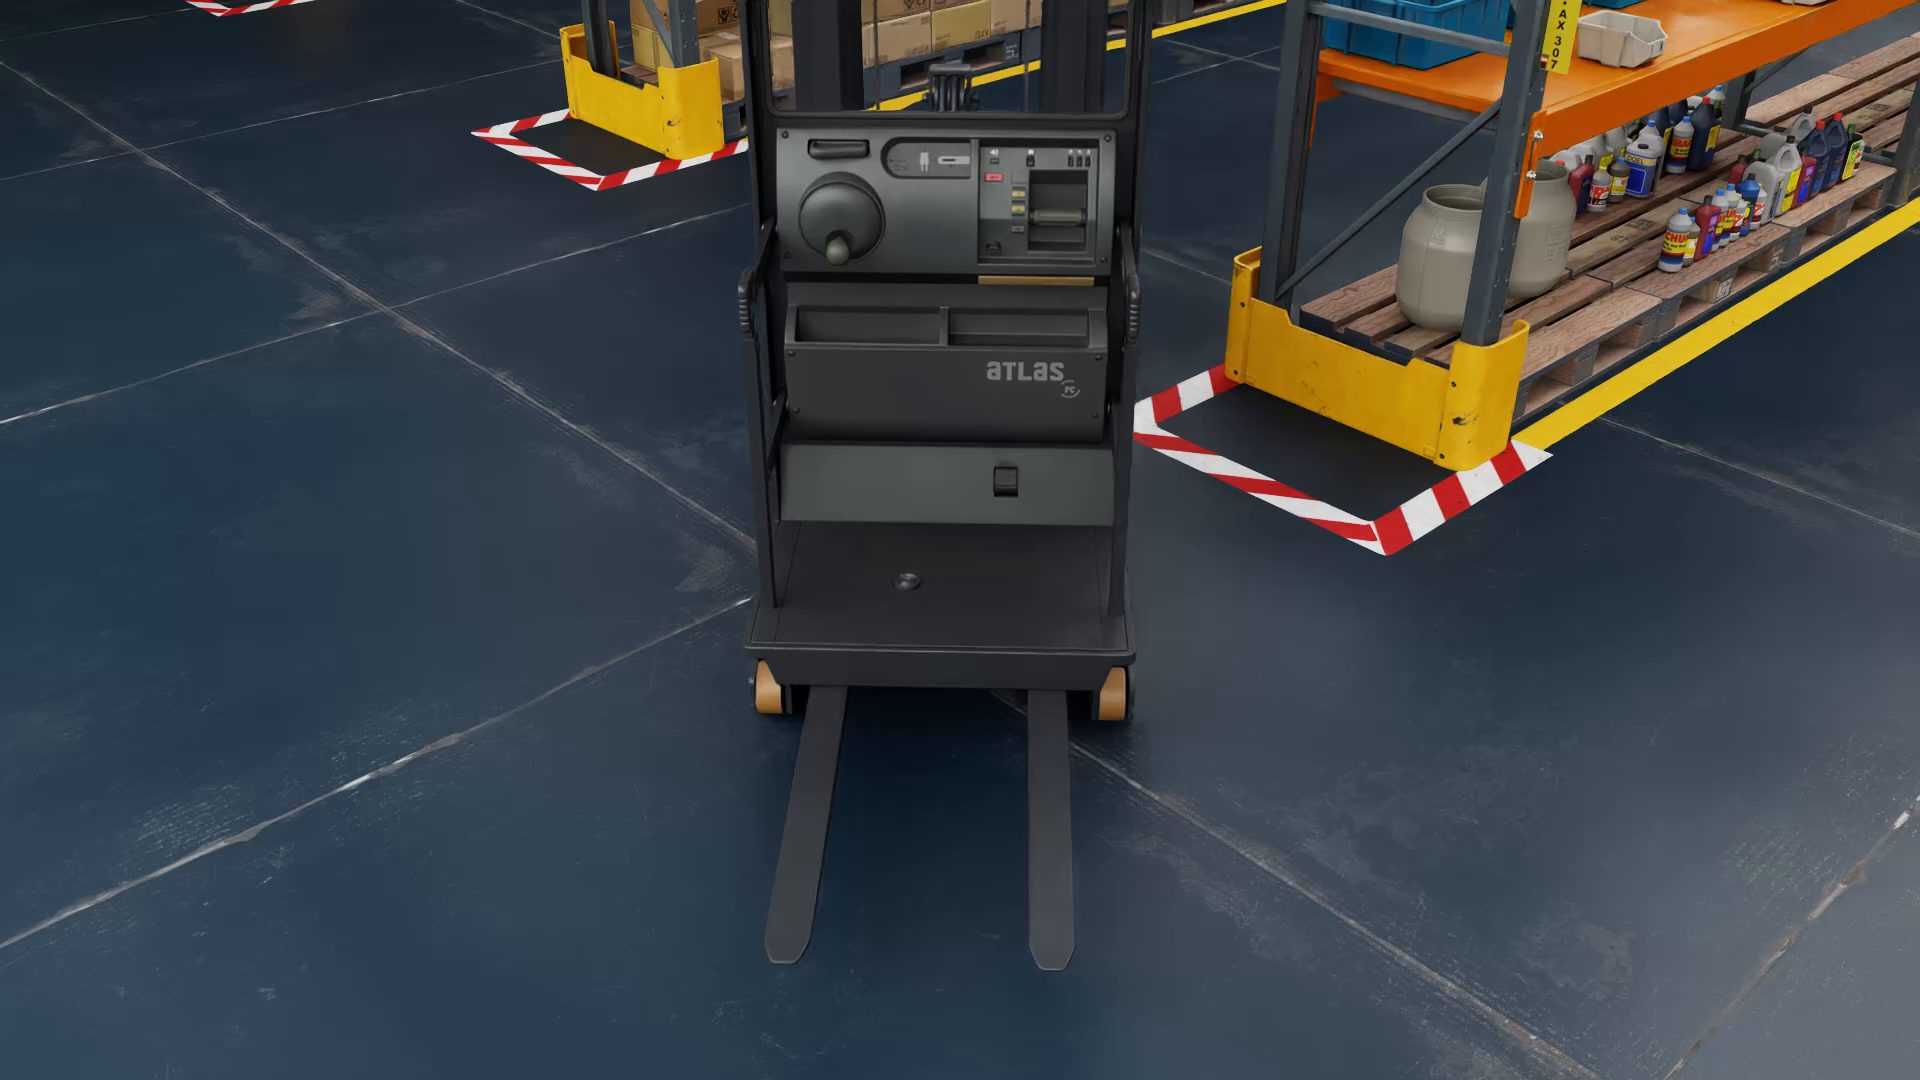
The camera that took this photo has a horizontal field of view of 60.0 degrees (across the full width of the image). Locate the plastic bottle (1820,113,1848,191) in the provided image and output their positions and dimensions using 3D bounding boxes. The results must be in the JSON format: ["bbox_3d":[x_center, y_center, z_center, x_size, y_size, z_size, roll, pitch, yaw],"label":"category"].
[{"bbox_3d":[4.220,-1.897,8.095,0.185,0.351,0.144,-27,41,-37],"label":"plastic bottle"}]

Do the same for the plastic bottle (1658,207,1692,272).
[{"bbox_3d":[3.104,-1.307,7.206,0.097,0.271,0.097,0,31,0],"label":"plastic bottle"}]

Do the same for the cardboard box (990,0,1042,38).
[{"bbox_3d":[0.209,-3.476,10.792,0.500,0.250,0.500,-26,40,-35],"label":"cardboard box"}]

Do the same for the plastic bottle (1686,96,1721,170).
[{"bbox_3d":[3.720,-2.053,8.350,0.185,0.351,0.144,-26,40,-35],"label":"plastic bottle"}]

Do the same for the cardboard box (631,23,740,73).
[{"bbox_3d":[-1.610,-2.965,9.957,0.500,0.250,0.500,-26,40,-35],"label":"cardboard box"}]

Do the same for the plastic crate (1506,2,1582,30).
[{"bbox_3d":[2.206,-2.216,6.642,0.408,0.251,0.499,-26,40,-35],"label":"plastic crate"}]

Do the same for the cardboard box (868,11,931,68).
[{"bbox_3d":[-0.527,-3.123,10.215,0.500,0.250,0.500,-26,40,-35],"label":"cardboard box"}]

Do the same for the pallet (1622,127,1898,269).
[{"bbox_3d":[3.975,-1.766,8.436,1.213,0.211,1.003,-26,40,-35],"label":"pallet"}]

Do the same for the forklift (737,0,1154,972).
[{"bbox_3d":[-0.044,-0.888,4.393,1.130,2.935,3.031,1,31,2],"label":"forklift"}]

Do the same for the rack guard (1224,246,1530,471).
[{"bbox_3d":[1.586,-0.738,6.478,0.348,0.500,1.175,-26,40,-35],"label":"rack guard"}]

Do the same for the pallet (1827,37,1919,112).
[{"bbox_3d":[5.940,-2.717,9.991,1.213,0.211,1.003,-26,40,-35],"label":"pallet"}]

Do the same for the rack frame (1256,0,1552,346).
[{"bbox_3d":[1.563,-1.759,5.752,0.127,3.000,1.000,-26,40,-35],"label":"rack frame"}]

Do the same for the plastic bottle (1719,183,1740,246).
[{"bbox_3d":[3.429,-1.464,7.463,0.097,0.271,0.097,0,31,0],"label":"plastic bottle"}]

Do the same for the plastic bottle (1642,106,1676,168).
[{"bbox_3d":[3.483,-2.041,8.331,0.144,0.351,0.185,27,41,37],"label":"plastic bottle"}]

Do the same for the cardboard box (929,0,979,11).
[{"bbox_3d":[-0.156,-3.618,10.305,0.500,0.500,0.500,-26,40,-35],"label":"cardboard box"}]

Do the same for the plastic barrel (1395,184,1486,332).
[{"bbox_3d":[1.993,-1.140,6.721,0.421,0.512,0.421,0,31,0],"label":"plastic barrel"}]

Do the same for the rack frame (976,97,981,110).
[{"bbox_3d":[0.081,-1.052,6.321,0.015,1.200,0.240,-3,32,-6],"label":"rack frame"}]

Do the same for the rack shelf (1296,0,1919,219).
[{"bbox_3d":[3.029,-2.162,7.100,4.000,0.370,1.077,-26,40,-35],"label":"rack shelf"}]

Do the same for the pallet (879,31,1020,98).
[{"bbox_3d":[-0.376,-3.184,10.754,1.213,0.211,1.003,-26,40,-35],"label":"pallet"}]

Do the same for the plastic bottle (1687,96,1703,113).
[{"bbox_3d":[3.746,-2.133,8.553,0.135,0.276,0.152,-24,39,-34],"label":"plastic bottle"}]

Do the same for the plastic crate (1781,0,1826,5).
[{"bbox_3d":[3.477,-2.393,7.041,0.437,0.136,0.530,-26,40,-35],"label":"plastic crate"}]

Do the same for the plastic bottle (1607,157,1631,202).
[{"bbox_3d":[3.149,-1.730,7.965,0.097,0.201,0.097,0,31,0],"label":"plastic bottle"}]

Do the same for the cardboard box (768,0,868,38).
[{"bbox_3d":[-0.893,-3.265,9.728,0.500,0.500,0.500,-26,40,-35],"label":"cardboard box"}]

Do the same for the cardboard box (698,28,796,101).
[{"bbox_3d":[-1.258,-2.767,9.633,0.500,0.250,0.500,-26,40,-35],"label":"cardboard box"}]

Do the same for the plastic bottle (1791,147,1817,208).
[{"bbox_3d":[3.988,-1.727,7.880,0.133,0.283,0.061,-23,38,-32],"label":"plastic bottle"}]

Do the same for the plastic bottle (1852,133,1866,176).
[{"bbox_3d":[4.442,-1.924,8.282,0.097,0.201,0.097,0,31,0],"label":"plastic bottle"}]

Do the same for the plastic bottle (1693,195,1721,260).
[{"bbox_3d":[3.282,-1.386,7.323,0.133,0.283,0.061,-25,39,-35],"label":"plastic bottle"}]

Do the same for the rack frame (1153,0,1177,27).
[{"bbox_3d":[1.131,-5.074,11.173,0.127,3.000,1.000,-26,40,-35],"label":"rack frame"}]

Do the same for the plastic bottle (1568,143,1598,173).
[{"bbox_3d":[2.917,-1.732,7.897,0.135,0.276,0.152,-27,41,-37],"label":"plastic bottle"}]

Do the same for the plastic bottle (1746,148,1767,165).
[{"bbox_3d":[3.753,-1.716,7.863,0.133,0.283,0.061,-26,40,-35],"label":"plastic bottle"}]

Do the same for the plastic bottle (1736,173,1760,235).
[{"bbox_3d":[3.577,-1.536,7.580,0.097,0.271,0.097,0,31,0],"label":"plastic bottle"}]

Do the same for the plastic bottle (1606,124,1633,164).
[{"bbox_3d":[3.172,-1.891,8.084,0.185,0.351,0.144,-26,40,-36],"label":"plastic bottle"}]

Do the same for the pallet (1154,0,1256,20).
[{"bbox_3d":[1.644,-4.161,12.353,1.213,0.211,1.003,-26,40,-35],"label":"pallet"}]

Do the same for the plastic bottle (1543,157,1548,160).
[{"bbox_3d":[2.685,-1.656,7.765,0.133,0.283,0.061,-25,39,-34],"label":"plastic bottle"}]

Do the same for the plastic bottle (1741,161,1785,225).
[{"bbox_3d":[3.720,-1.627,7.724,0.135,0.276,0.152,-25,39,-35],"label":"plastic bottle"}]

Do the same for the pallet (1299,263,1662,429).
[{"bbox_3d":[2.186,-0.901,7.021,1.213,0.211,1.003,-26,40,-35],"label":"pallet"}]

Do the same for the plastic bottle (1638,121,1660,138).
[{"bbox_3d":[3.401,-1.941,8.242,0.097,0.271,0.097,0,31,0],"label":"plastic bottle"}]

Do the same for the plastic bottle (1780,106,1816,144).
[{"bbox_3d":[4.122,-1.952,8.185,0.185,0.351,0.144,-26,40,-35],"label":"plastic bottle"}]

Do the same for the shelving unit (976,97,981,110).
[{"bbox_3d":[-0.161,-1.038,6.297,0.503,1.200,0.258,-3,32,-6],"label":"shelving unit"}]
